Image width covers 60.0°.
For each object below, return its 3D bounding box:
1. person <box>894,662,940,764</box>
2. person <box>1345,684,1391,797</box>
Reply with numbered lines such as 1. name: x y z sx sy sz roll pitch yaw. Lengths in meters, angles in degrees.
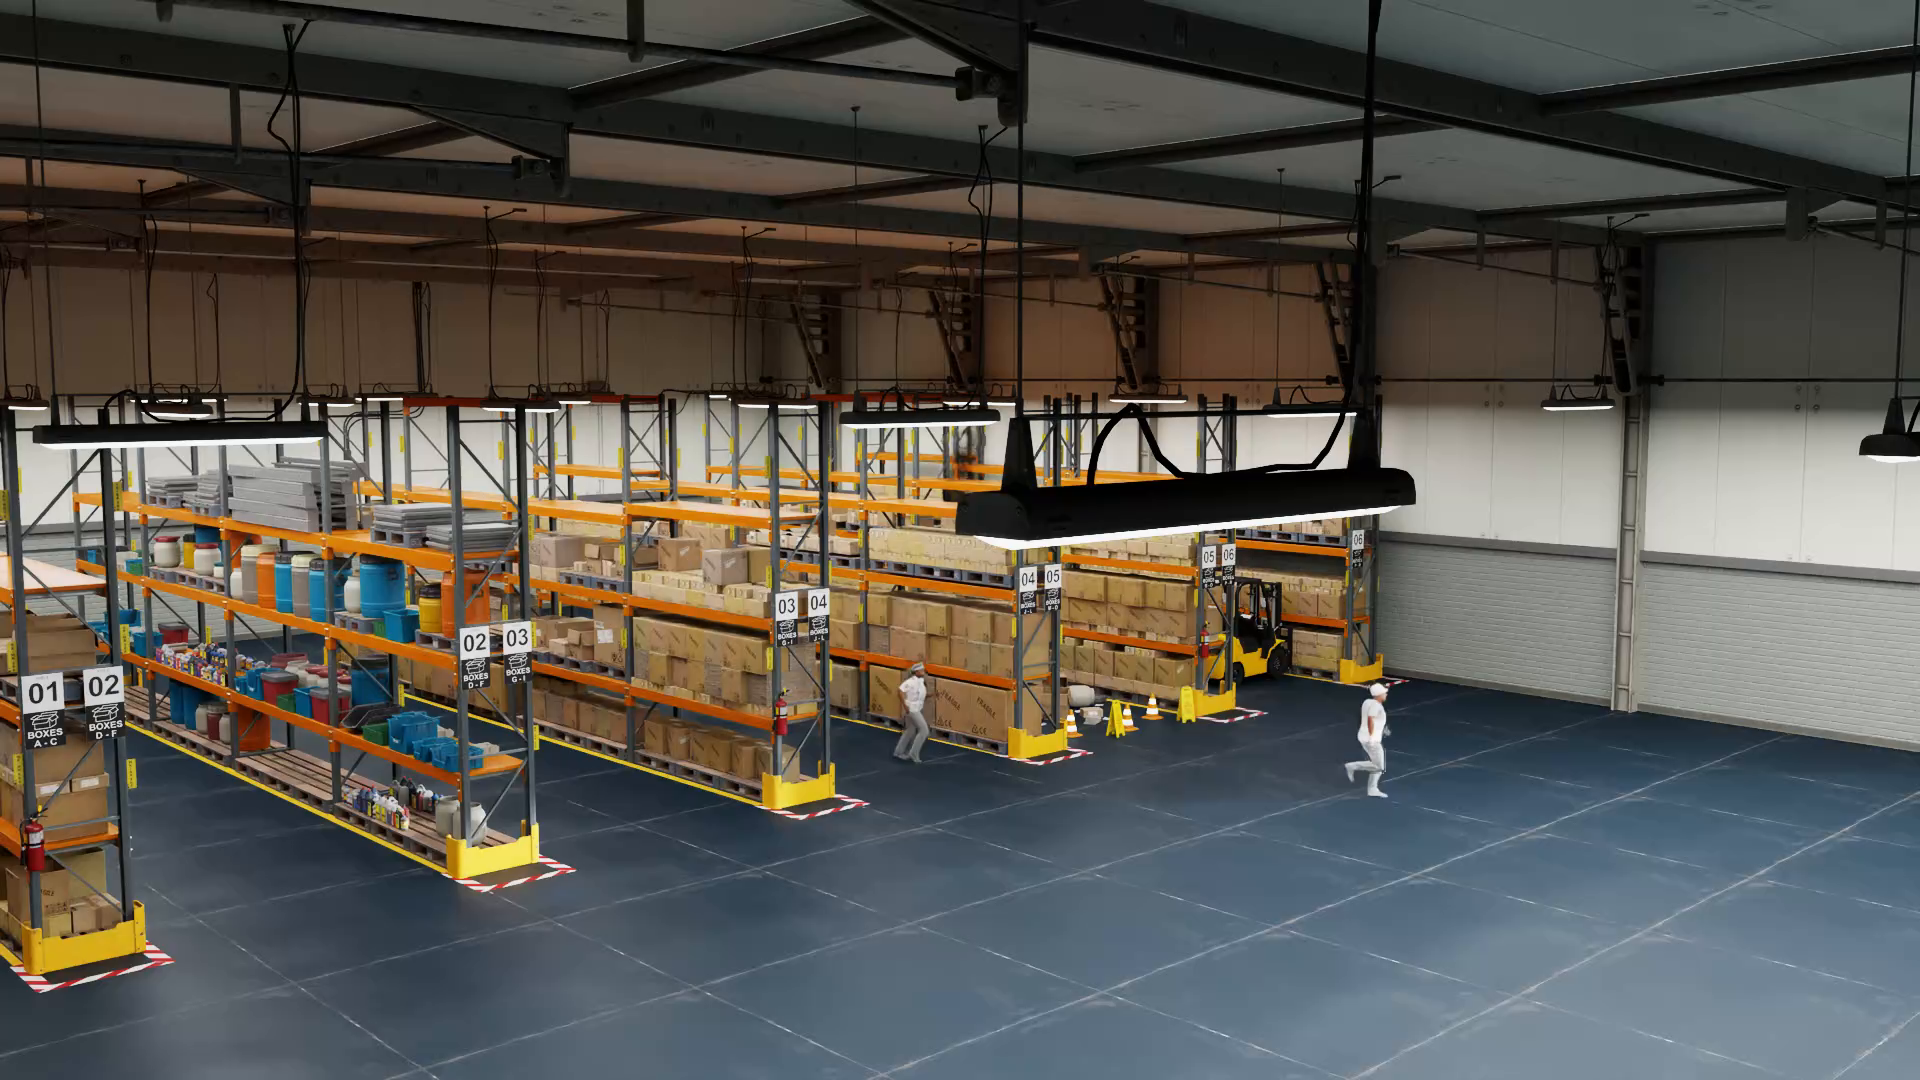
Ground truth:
1. person: -0.735 2.856 27.481 0.761 1.732 0.576 1 6 15
2. person: 6.209 3.047 25.267 0.721 1.736 0.721 0 6 3
